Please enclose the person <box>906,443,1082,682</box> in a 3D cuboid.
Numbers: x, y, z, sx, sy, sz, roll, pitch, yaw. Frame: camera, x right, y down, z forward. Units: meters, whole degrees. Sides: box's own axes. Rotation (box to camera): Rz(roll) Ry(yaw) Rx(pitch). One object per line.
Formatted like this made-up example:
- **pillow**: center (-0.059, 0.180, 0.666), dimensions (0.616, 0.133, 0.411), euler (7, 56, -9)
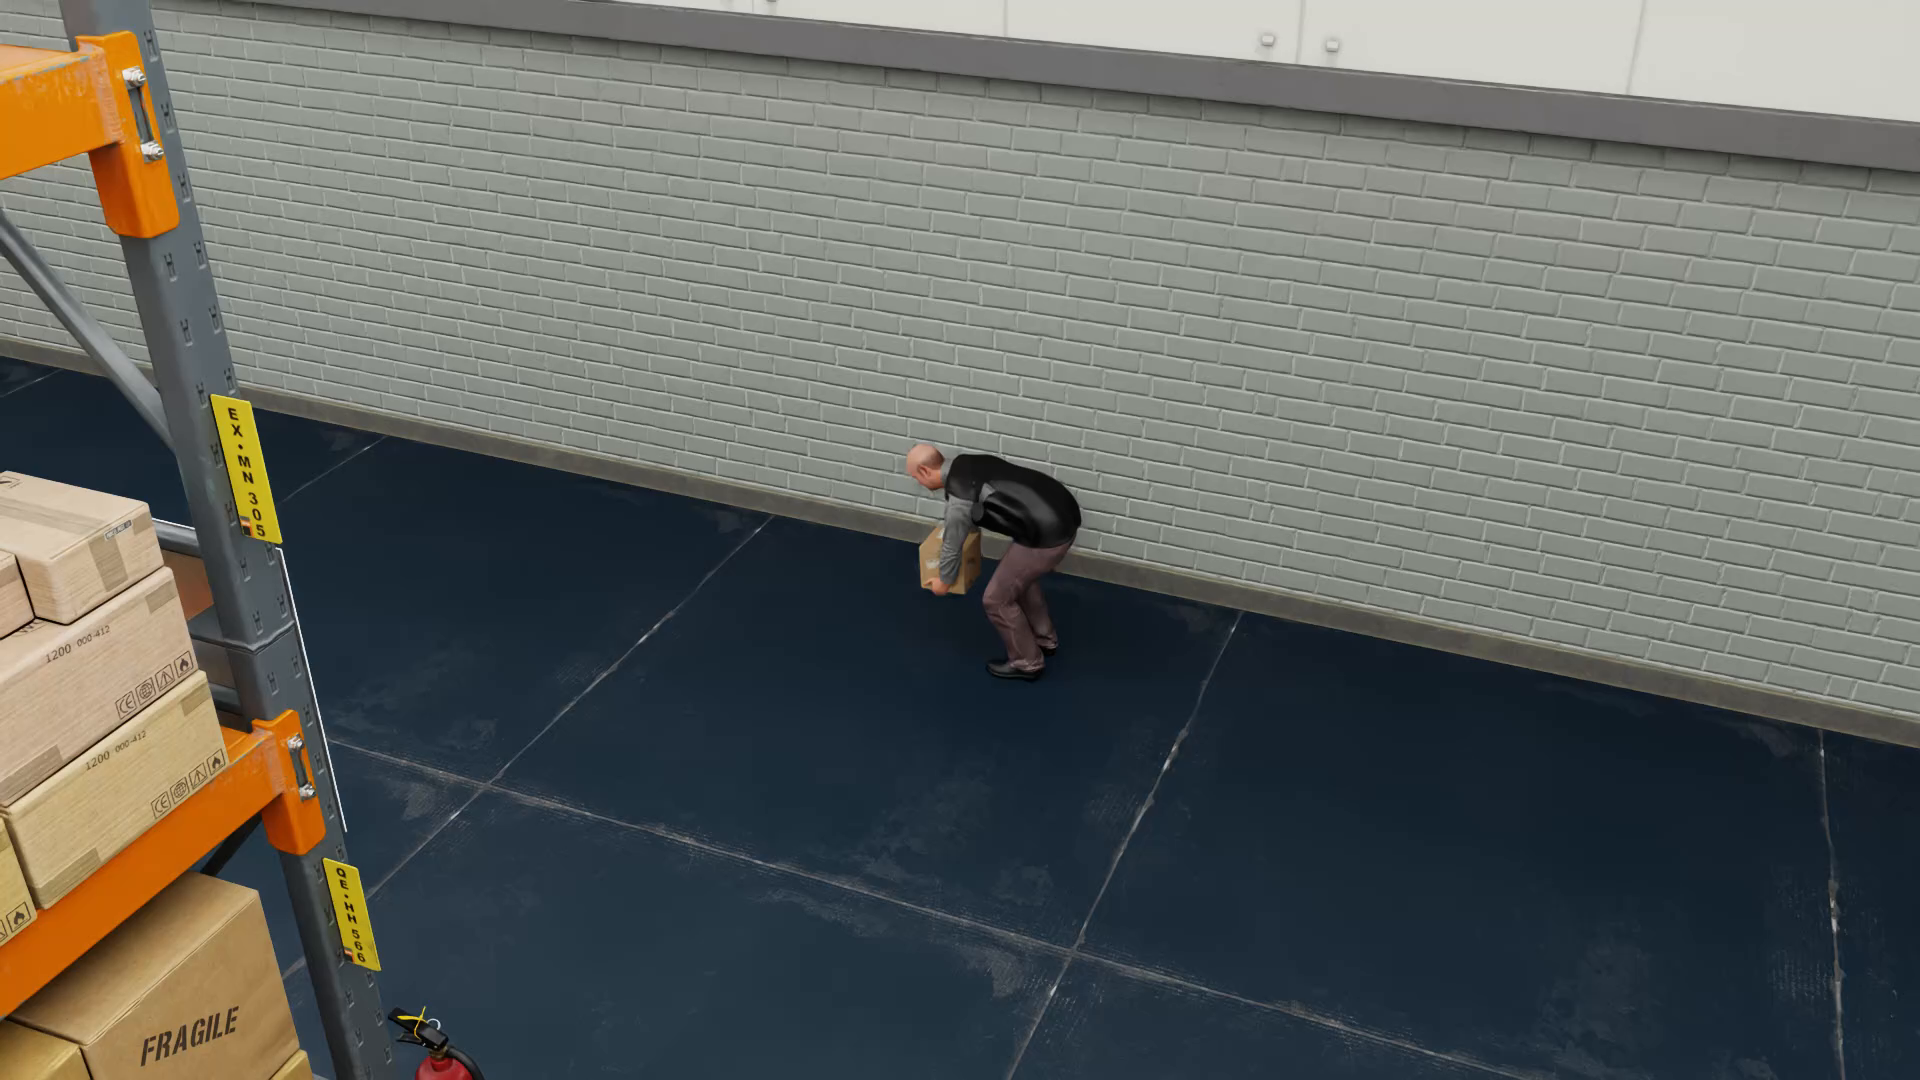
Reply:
- **person**: center (0.162, 0.098, 8.769), dimensions (0.926, 1.215, 0.478), euler (10, 31, 17)
